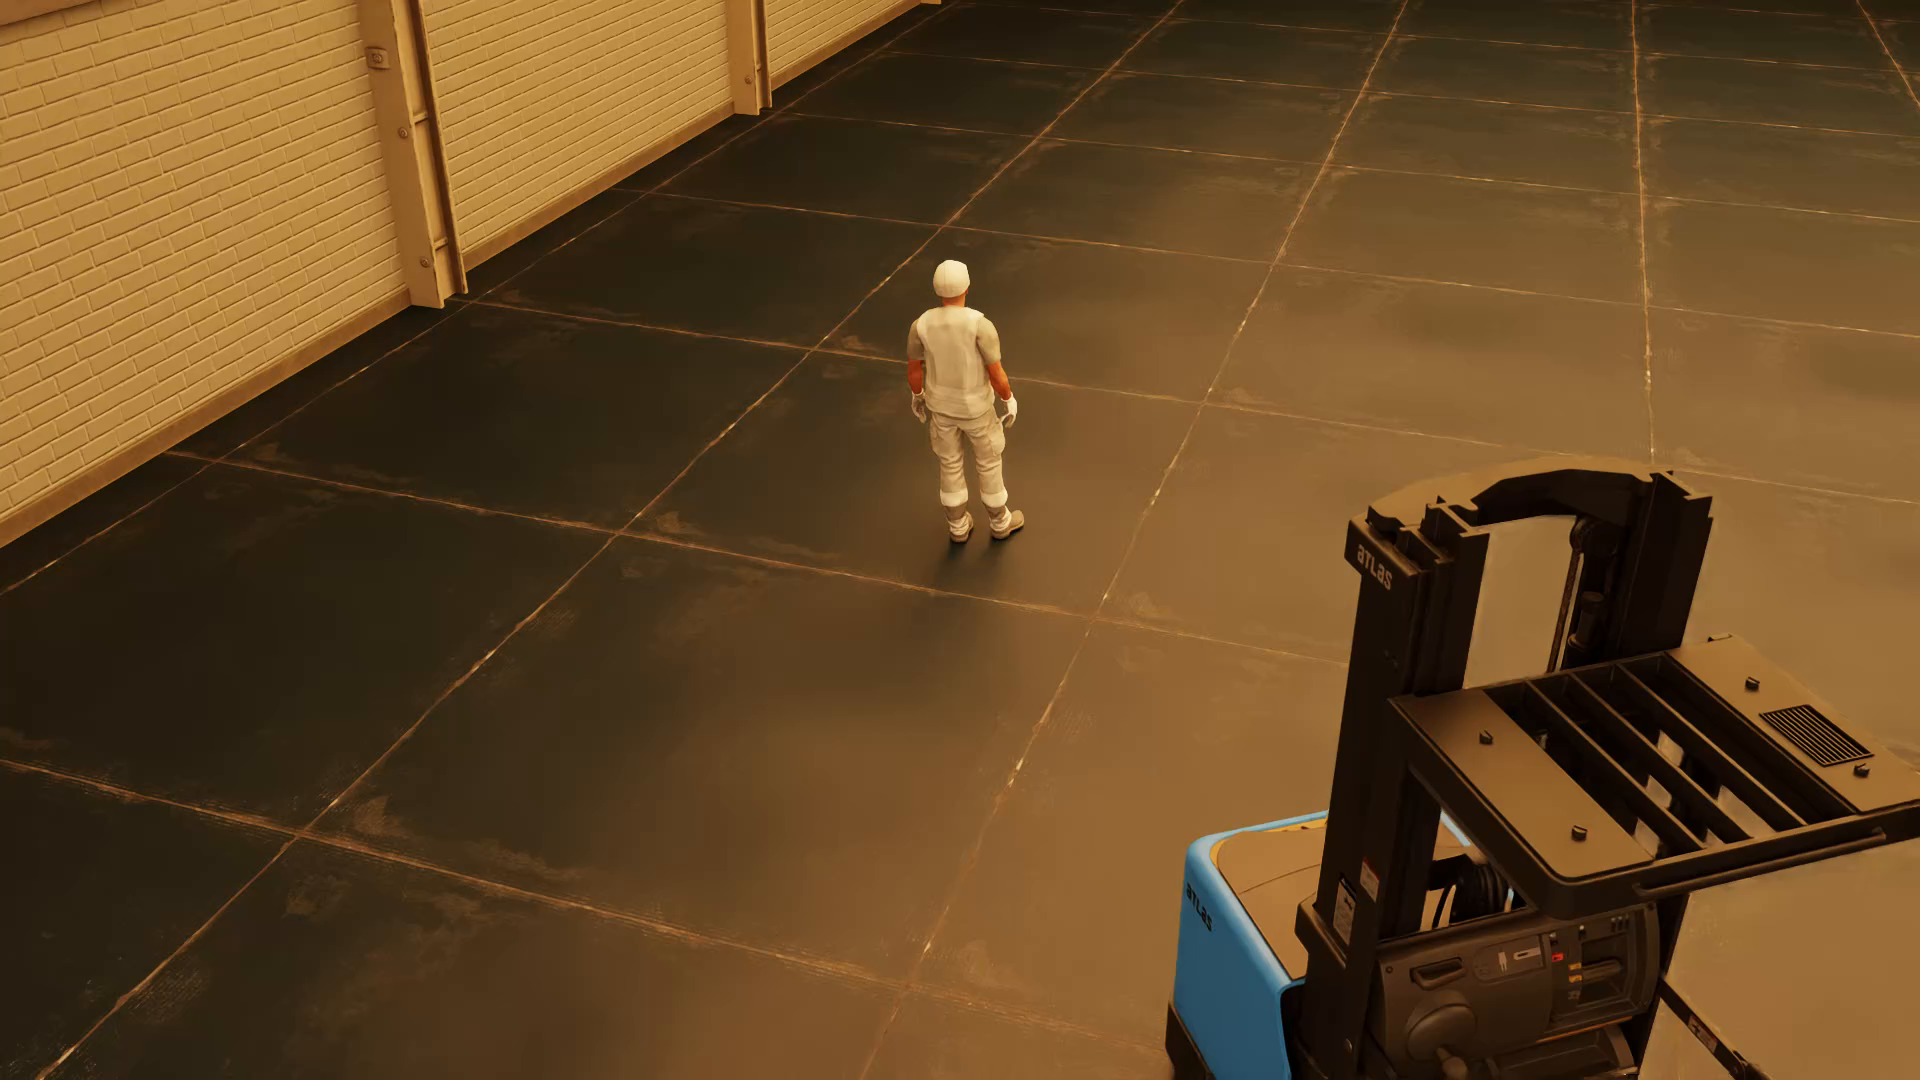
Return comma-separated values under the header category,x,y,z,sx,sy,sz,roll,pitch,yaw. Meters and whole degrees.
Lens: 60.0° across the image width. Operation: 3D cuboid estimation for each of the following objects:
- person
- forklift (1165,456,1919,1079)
category,x,y,z,sx,sy,sz,roll,pitch,yaw
person,0.038,-0.819,9.712,0.637,1.787,0.564,10,31,16
forklift,1.723,1.370,4.734,1.130,2.935,3.031,-9,31,-15
